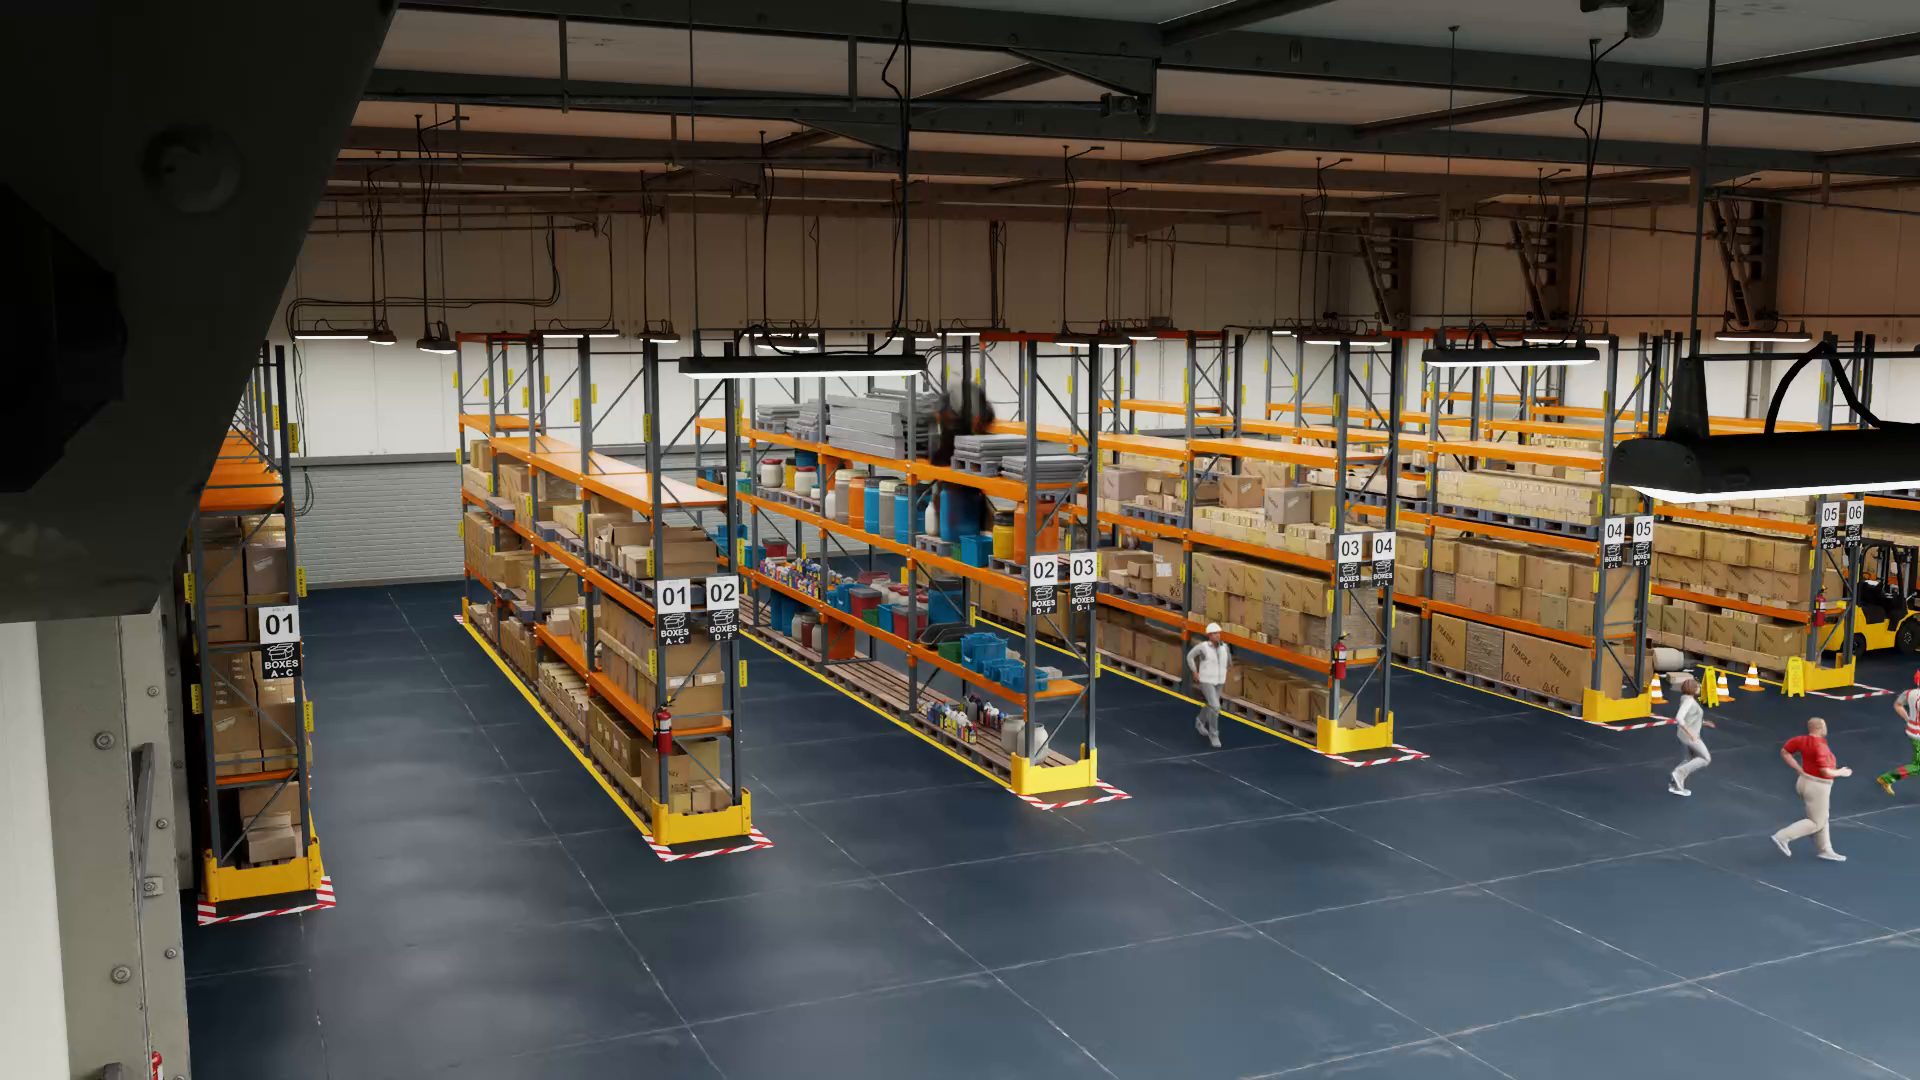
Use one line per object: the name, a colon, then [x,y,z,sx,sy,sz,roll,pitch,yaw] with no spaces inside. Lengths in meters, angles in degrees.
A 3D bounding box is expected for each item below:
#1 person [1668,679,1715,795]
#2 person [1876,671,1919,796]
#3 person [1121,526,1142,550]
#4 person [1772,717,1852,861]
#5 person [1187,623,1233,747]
person: [9.685,2.608,21.974,0.544,1.562,0.528,2,8,14]
person: [12.397,2.560,21.513,0.956,1.789,0.656,2,8,11]
person: [3.742,0.530,36.724,0.717,1.740,0.571,-3,8,-20]
person: [9.853,2.896,19.227,0.954,1.726,0.664,0,8,-2]
person: [3.754,2.128,24.788,0.647,1.820,0.796,-4,9,-30]
